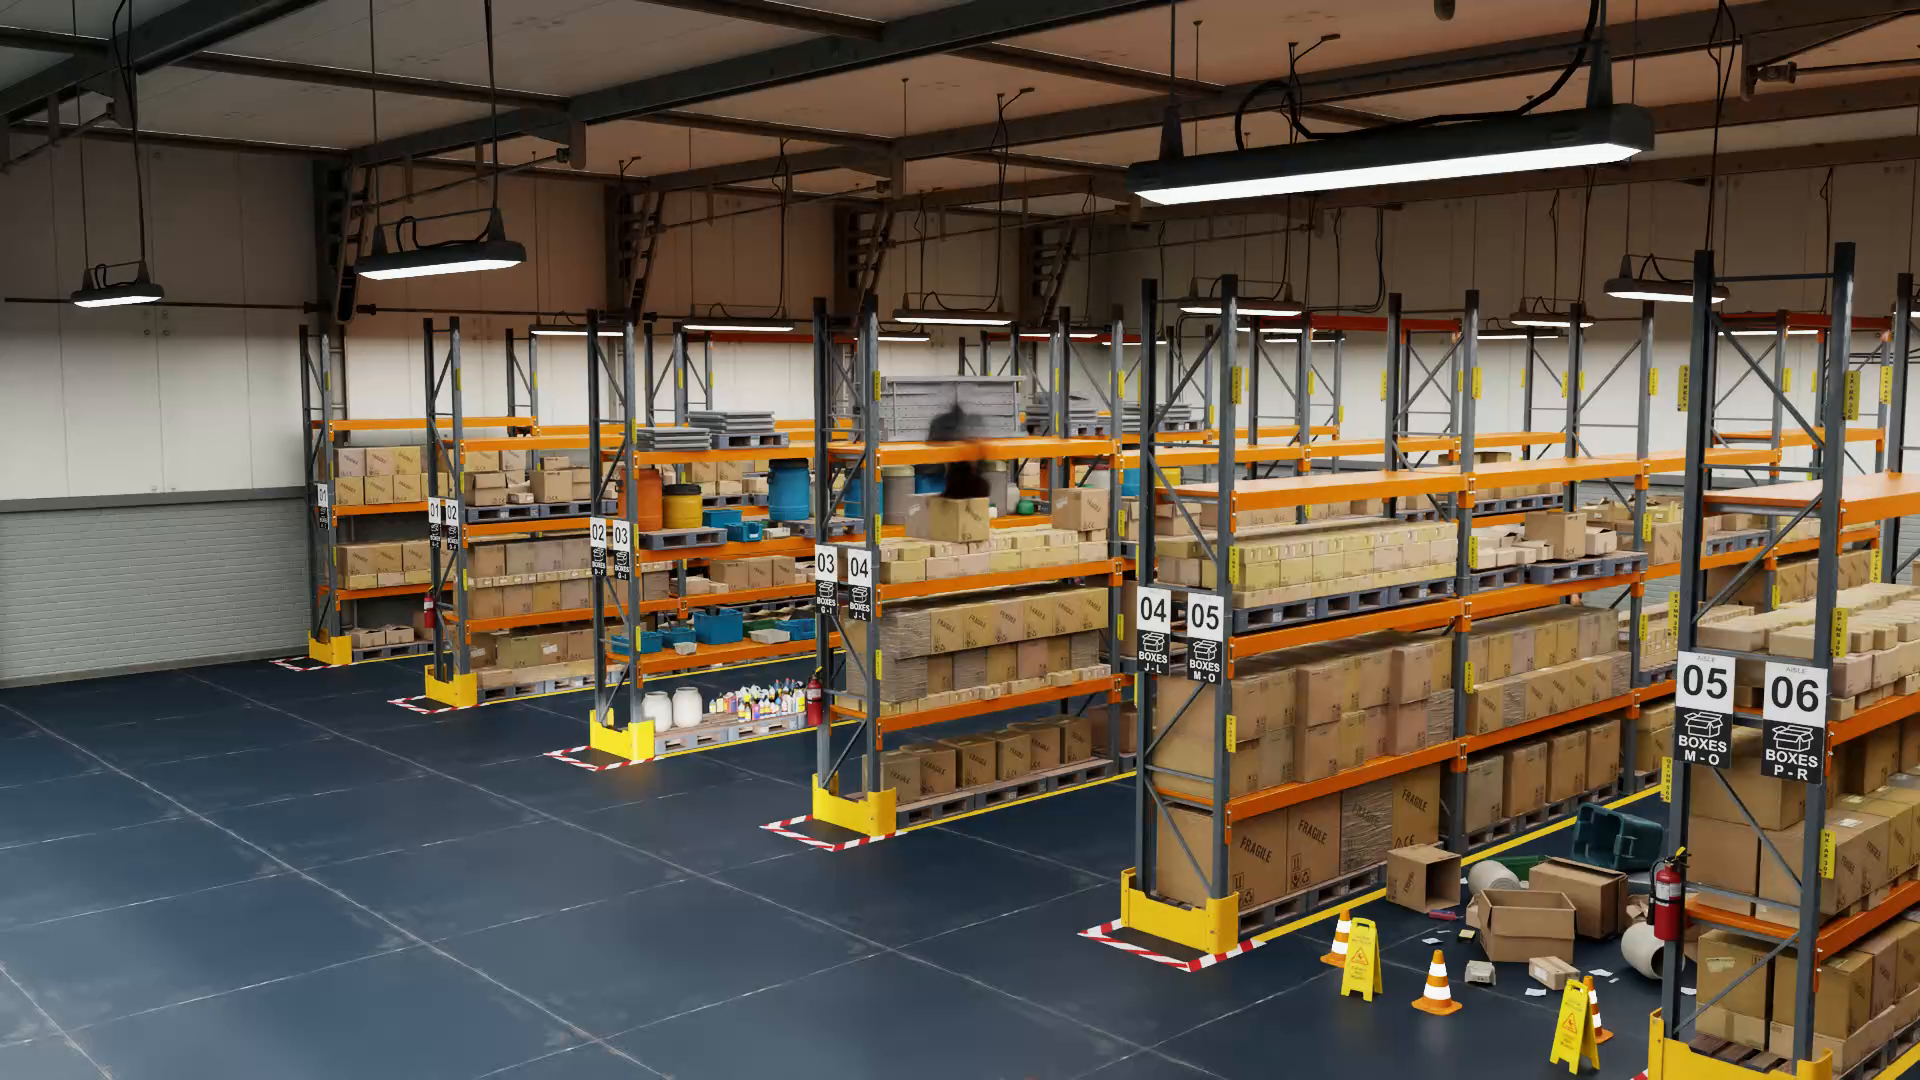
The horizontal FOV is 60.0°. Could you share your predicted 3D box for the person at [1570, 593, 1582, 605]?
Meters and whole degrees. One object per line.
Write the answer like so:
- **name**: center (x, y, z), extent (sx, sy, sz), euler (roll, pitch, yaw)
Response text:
- **person**: center (9.929, 1.628, 26.826), extent (0.730, 1.642, 0.546), euler (-6, 8, -45)
